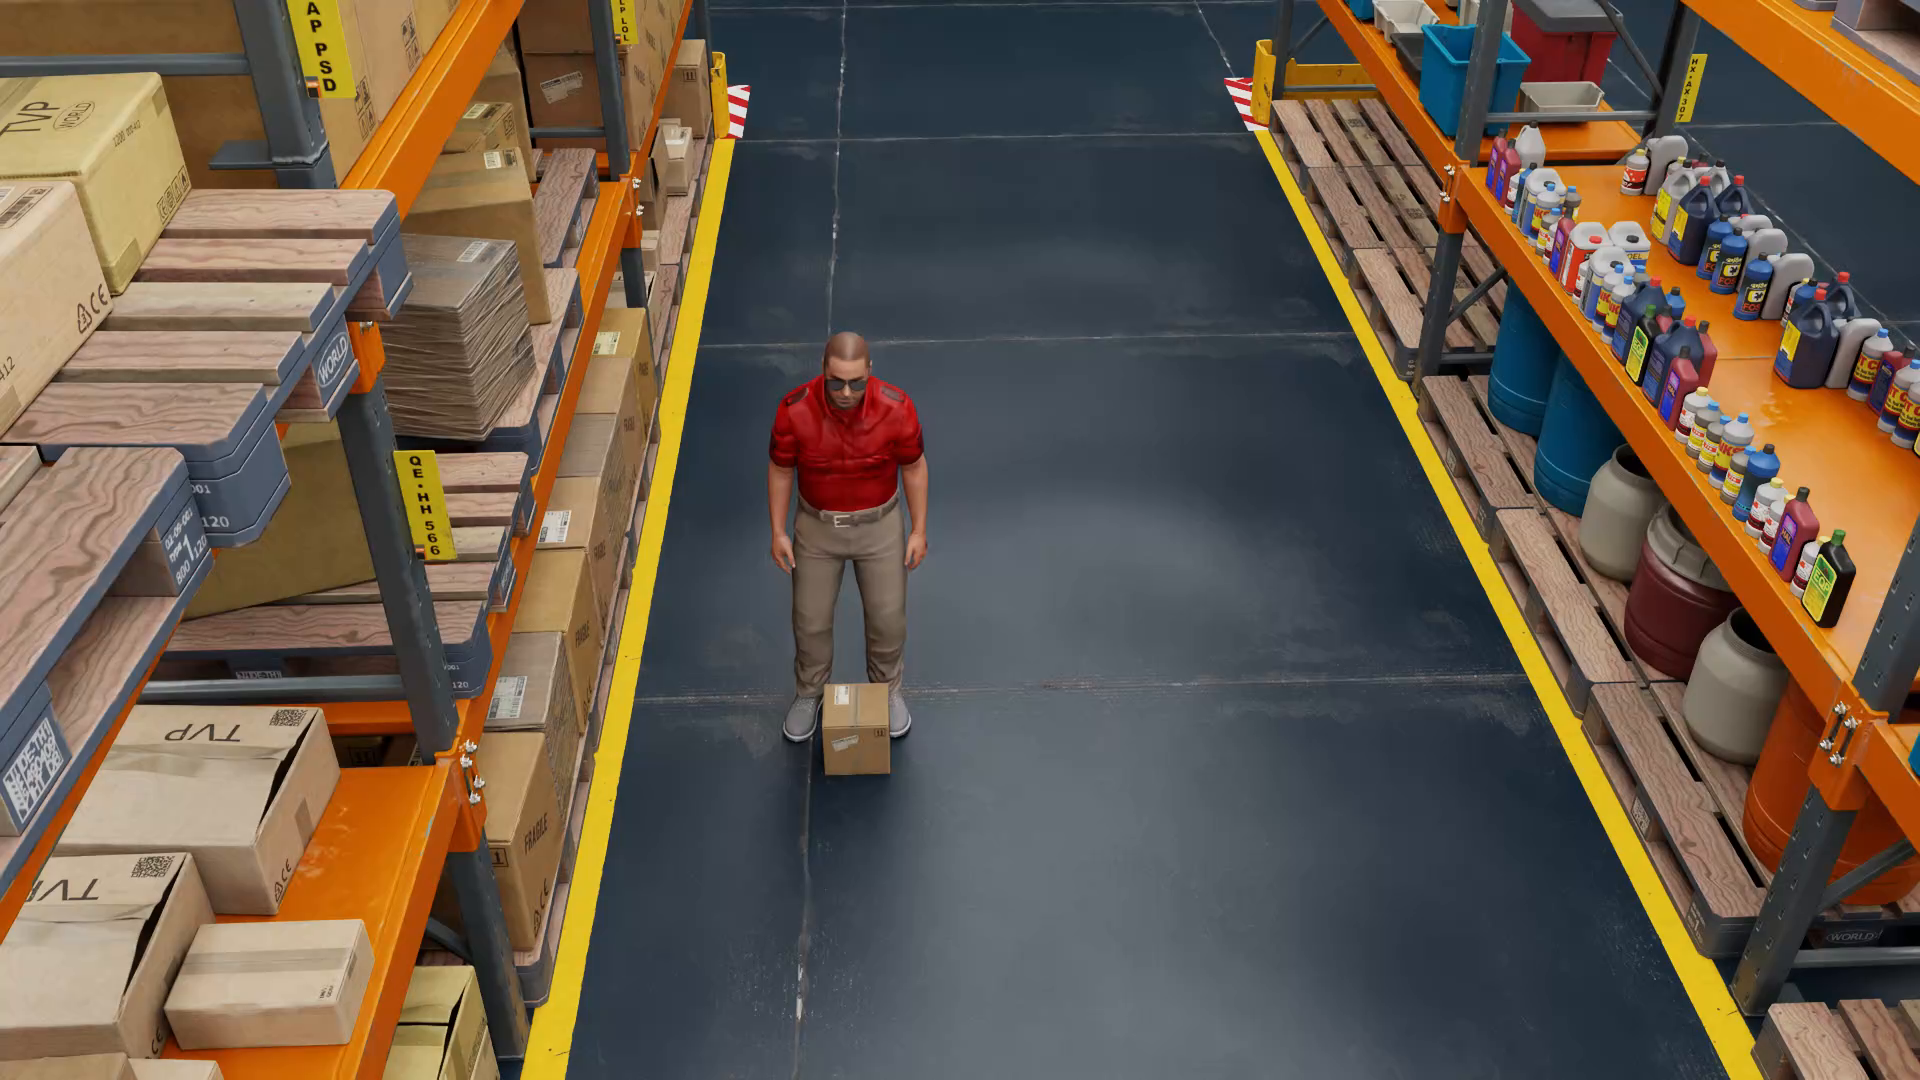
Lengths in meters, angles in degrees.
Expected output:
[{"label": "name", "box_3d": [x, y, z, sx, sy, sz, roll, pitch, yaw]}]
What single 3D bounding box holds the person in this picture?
[{"label": "person", "box_3d": [-0.411, -0.023, 6.189, 0.590, 1.726, 0.388, -2, 35, -2]}]
